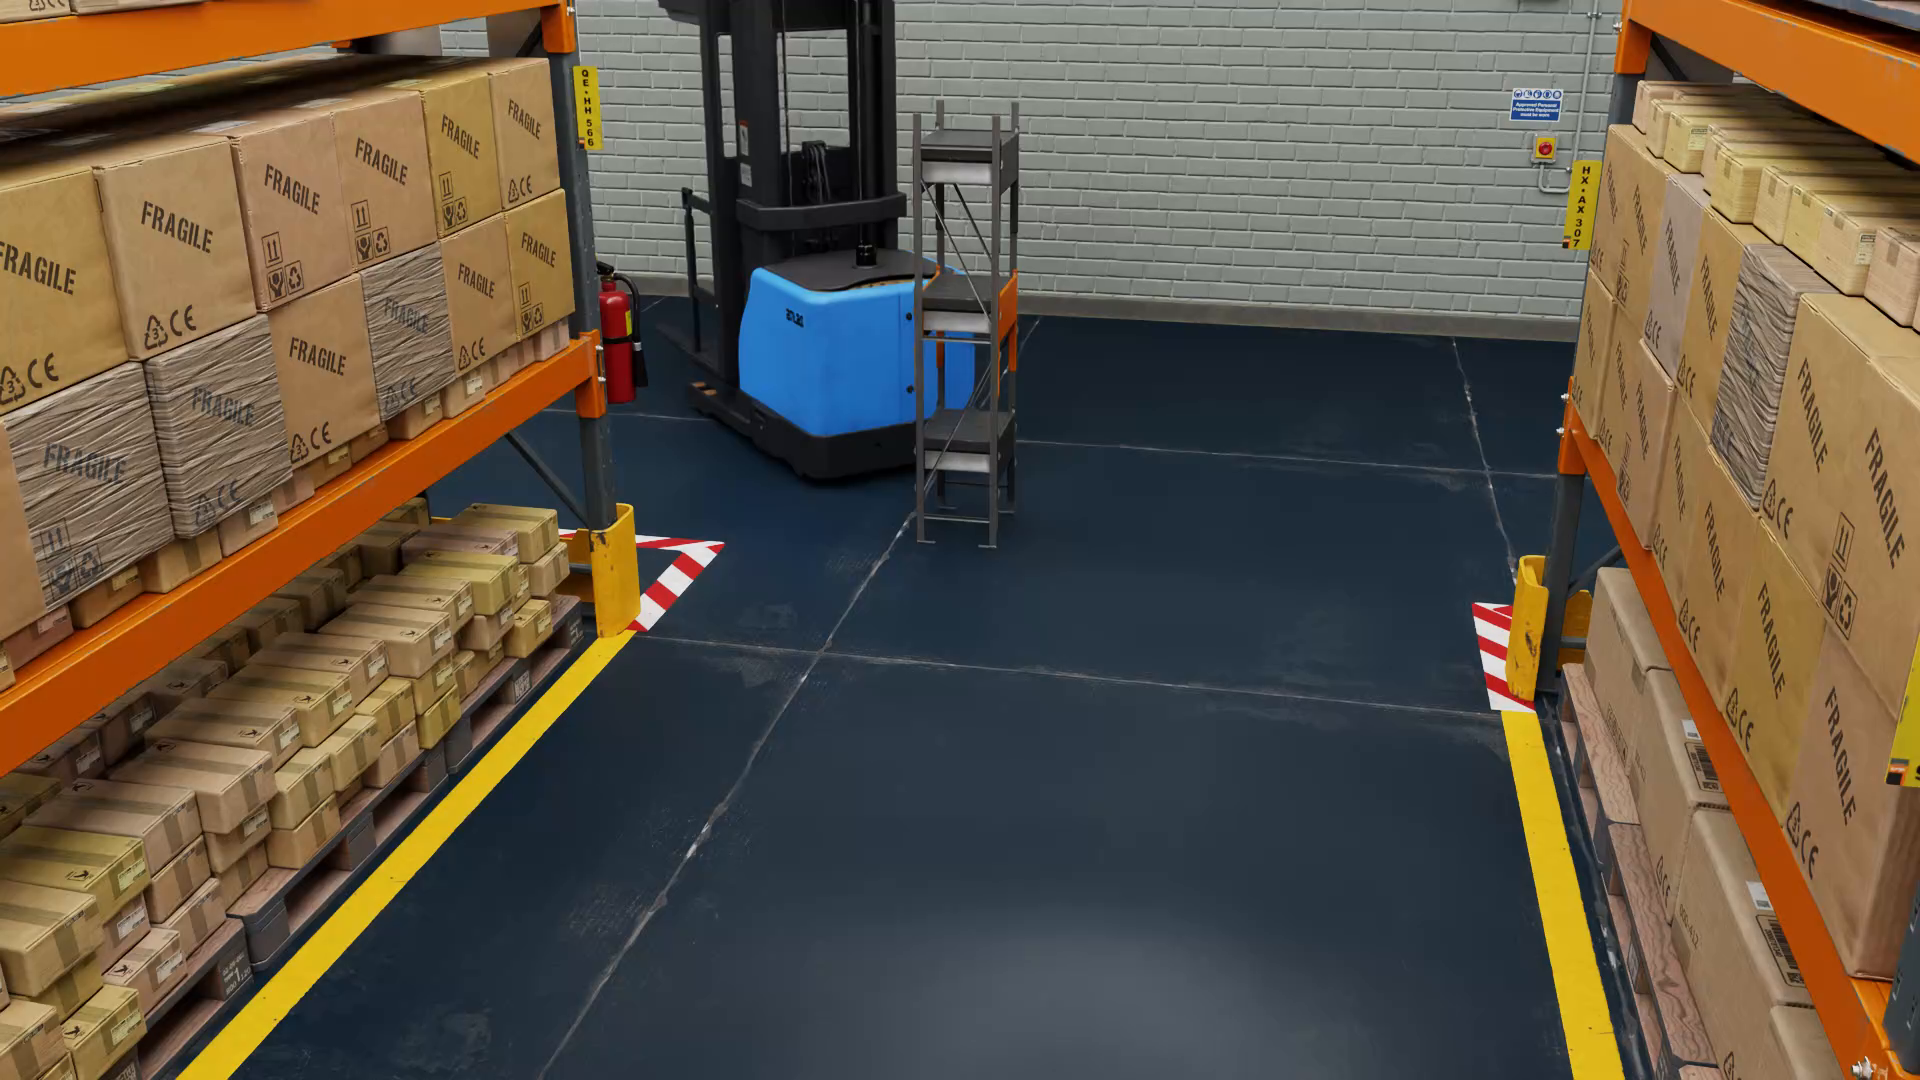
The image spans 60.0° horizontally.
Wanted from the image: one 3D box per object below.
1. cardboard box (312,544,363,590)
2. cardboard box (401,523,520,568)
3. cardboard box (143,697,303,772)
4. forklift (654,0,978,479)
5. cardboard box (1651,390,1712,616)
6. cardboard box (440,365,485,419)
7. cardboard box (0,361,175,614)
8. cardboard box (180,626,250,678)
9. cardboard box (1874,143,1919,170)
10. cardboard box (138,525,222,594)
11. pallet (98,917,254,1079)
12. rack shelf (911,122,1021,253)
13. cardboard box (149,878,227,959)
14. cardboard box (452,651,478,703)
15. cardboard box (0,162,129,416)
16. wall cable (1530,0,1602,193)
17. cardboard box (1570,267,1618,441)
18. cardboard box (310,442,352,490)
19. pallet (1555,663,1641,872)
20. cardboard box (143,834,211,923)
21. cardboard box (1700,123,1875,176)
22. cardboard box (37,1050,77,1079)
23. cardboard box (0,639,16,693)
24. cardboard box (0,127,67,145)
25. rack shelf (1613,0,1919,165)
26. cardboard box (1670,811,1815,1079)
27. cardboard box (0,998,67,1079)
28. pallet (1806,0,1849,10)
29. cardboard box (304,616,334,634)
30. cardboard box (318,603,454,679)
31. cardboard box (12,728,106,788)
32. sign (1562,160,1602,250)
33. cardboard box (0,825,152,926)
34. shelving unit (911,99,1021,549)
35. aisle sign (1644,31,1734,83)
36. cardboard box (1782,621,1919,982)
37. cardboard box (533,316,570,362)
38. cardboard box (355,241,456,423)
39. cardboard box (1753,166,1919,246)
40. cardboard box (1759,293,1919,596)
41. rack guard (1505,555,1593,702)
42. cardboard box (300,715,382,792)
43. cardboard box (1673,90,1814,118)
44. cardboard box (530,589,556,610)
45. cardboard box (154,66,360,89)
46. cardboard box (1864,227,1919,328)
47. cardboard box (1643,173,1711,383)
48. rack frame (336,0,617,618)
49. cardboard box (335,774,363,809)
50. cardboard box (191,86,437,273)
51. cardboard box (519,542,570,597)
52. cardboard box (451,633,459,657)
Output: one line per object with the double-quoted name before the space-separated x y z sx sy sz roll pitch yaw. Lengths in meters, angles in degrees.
"cardboard box" -2.582 0.116 6.508 0.380 0.149 0.250 4 22 11
"cardboard box" -1.994 0.058 6.651 0.380 0.149 0.250 5 22 12
"cardboard box" -2.315 0.628 5.236 0.380 0.149 0.250 4 22 9
"forklift" -1.065 -2.196 9.882 1.130 2.935 3.031 -12 25 -27
"cardboard box" 2.177 -0.090 4.427 0.500 0.500 0.500 5 23 13
"cardboard box" -1.970 -0.560 6.066 0.380 0.149 0.250 5 22 12
"cardboard box" -2.401 -0.159 4.200 0.500 0.500 0.500 4 22 11
"cardboard box" -2.716 0.407 5.787 0.380 0.149 0.250 5 22 12
"cardboard box" 2.749 -1.043 4.588 0.380 0.149 0.250 4 22 10
"cardboard box" -2.305 0.019 4.627 0.380 0.149 0.250 5 22 12
"pallet" -2.741 1.414 4.559 1.003 0.211 1.213 4 22 11
"rack shelf" 0.034 -1.671 7.855 0.431 0.518 0.480 4 22 11
"cardboard box" -2.397 1.099 4.863 0.380 0.149 0.250 4 22 10
"cardboard box" -2.059 0.526 6.288 0.380 0.149 0.250 5 22 11
"cardboard box" -2.422 -0.616 3.998 0.500 0.500 0.500 4 22 9
"wall cable" 3.967 -3.303 11.138 0.585 1.953 0.123 4 22 11
"cardboard box" 2.461 -0.646 5.808 0.500 0.500 0.500 4 22 10
"cardboard box" -2.204 -0.274 5.354 0.380 0.149 0.250 5 22 12
"pallet" 2.753 0.839 5.989 1.003 0.211 1.213 4 22 11
"cardboard box" -2.420 0.961 4.808 0.380 0.149 0.250 3 22 8
"cardboard box" 2.309 -1.070 4.655 0.380 0.149 0.250 5 22 11
"cardboard box" -2.454 1.388 4.145 0.380 0.149 0.250 3 22 9
"cardboard box" -2.485 0.307 3.912 0.380 0.149 0.250 5 22 12
"cardboard box" -2.793 -0.847 4.571 0.500 0.500 0.500 5 22 12
"rack shelf" 2.431 -1.079 3.967 1.077 0.370 4.000 4 22 11
"cardboard box" 2.439 1.154 4.339 0.875 0.438 0.875 4 22 9
"cardboard box" -2.456 1.251 4.089 0.380 0.149 0.250 5 23 13
"pallet" 2.452 -1.384 3.878 1.003 0.211 1.213 4 22 11
"cardboard box" -2.618 0.346 6.336 0.380 0.149 0.250 5 23 13
"cardboard box" -2.038 0.355 5.914 0.380 0.149 0.250 5 23 13
"cardboard box" -2.874 0.688 5.088 0.380 0.149 0.250 3 22 8
"sign" 2.297 -1.236 6.143 0.100 0.325 0.005 4 22 11
"cardboard box" -2.452 0.918 4.516 0.380 0.149 0.250 4 22 10
"shelving unit" 0.034 -1.035 8.112 0.431 2.100 0.503 4 22 11
"aisle sign" 2.570 -2.008 5.843 0.394 0.787 0.004 4 22 11
"cardboard box" 1.868 0.474 3.027 0.500 0.500 0.500 5 22 11
"cardboard box" -1.817 -0.836 6.751 0.380 0.149 0.250 4 22 11
"cardboard box" -2.071 -0.720 5.594 0.500 0.500 0.500 5 22 11
"cardboard box" 2.133 -0.792 3.965 0.380 0.149 0.250 4 22 11
"cardboard box" 1.961 -0.179 3.311 0.500 0.500 0.500 4 22 10
"rack guard" 2.844 0.397 6.697 1.175 0.500 0.348 4 22 11
"cardboard box" -2.152 0.687 5.490 0.380 0.149 0.250 5 22 11
"cardboard box" 2.512 -1.354 5.361 0.380 0.149 0.250 5 22 12
"cardboard box" -1.930 0.242 6.991 0.380 0.149 0.250 5 22 12
"cardboard box" -2.475 -1.413 5.976 0.500 0.500 0.500 5 22 12
"cardboard box" 2.029 -0.511 3.266 0.380 0.149 0.250 4 22 10
"cardboard box" 2.267 -0.731 4.682 0.500 0.500 0.500 4 22 11
"rack frame" -2.027 -1.094 7.054 1.000 3.000 0.127 4 22 11
"cardboard box" -2.251 0.809 5.584 0.380 0.149 0.250 5 22 12
"cardboard box" -2.078 -1.179 5.396 0.500 0.500 0.500 6 23 14
"cardboard box" -1.855 0.111 6.919 0.380 0.149 0.250 4 22 9
"cardboard box" -2.115 0.391 6.222 0.380 0.149 0.250 4 22 10
